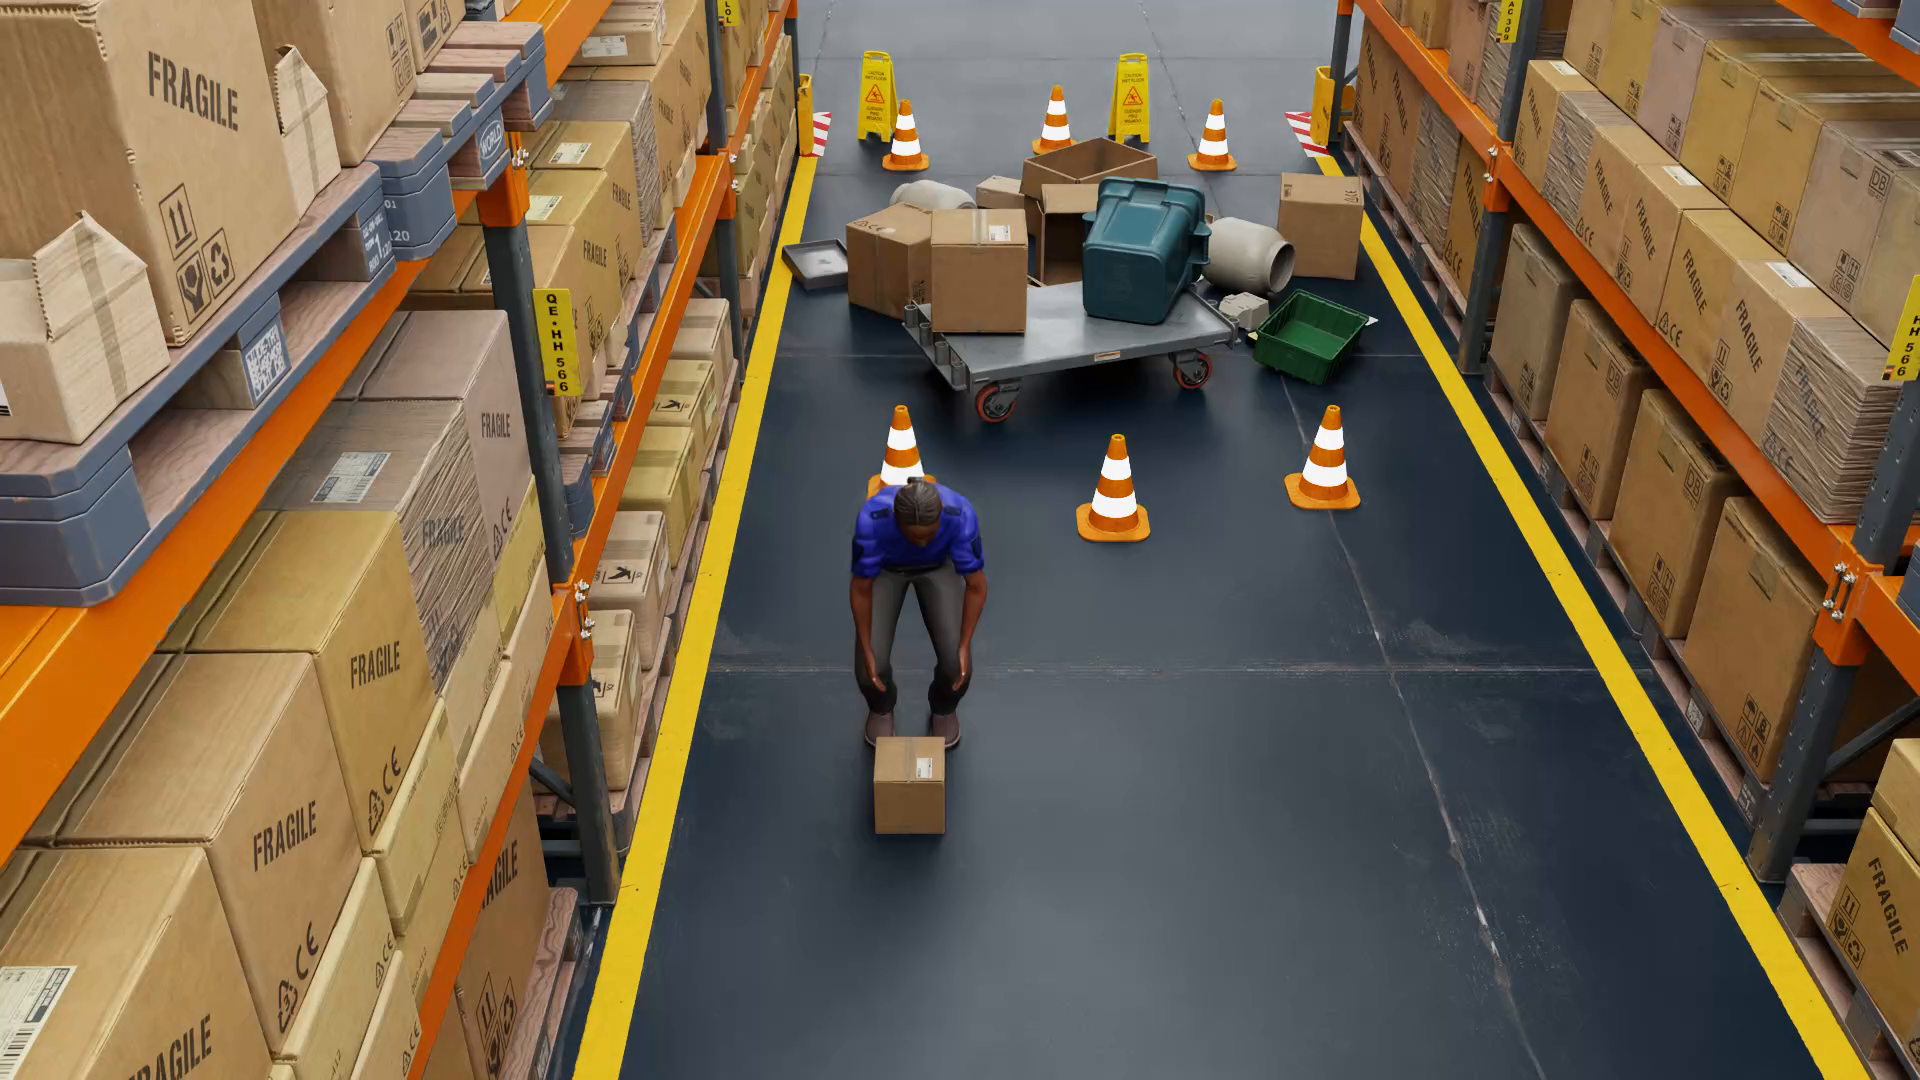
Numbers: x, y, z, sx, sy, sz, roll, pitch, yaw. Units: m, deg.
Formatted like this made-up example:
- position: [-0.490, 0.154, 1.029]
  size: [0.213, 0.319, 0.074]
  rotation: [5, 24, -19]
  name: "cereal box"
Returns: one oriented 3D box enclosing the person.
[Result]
- position: [-0.150, 0.227, 6.142]
  size: [0.496, 1.277, 0.684]
  rotation: [0, 32, 0]
  name: "person"
